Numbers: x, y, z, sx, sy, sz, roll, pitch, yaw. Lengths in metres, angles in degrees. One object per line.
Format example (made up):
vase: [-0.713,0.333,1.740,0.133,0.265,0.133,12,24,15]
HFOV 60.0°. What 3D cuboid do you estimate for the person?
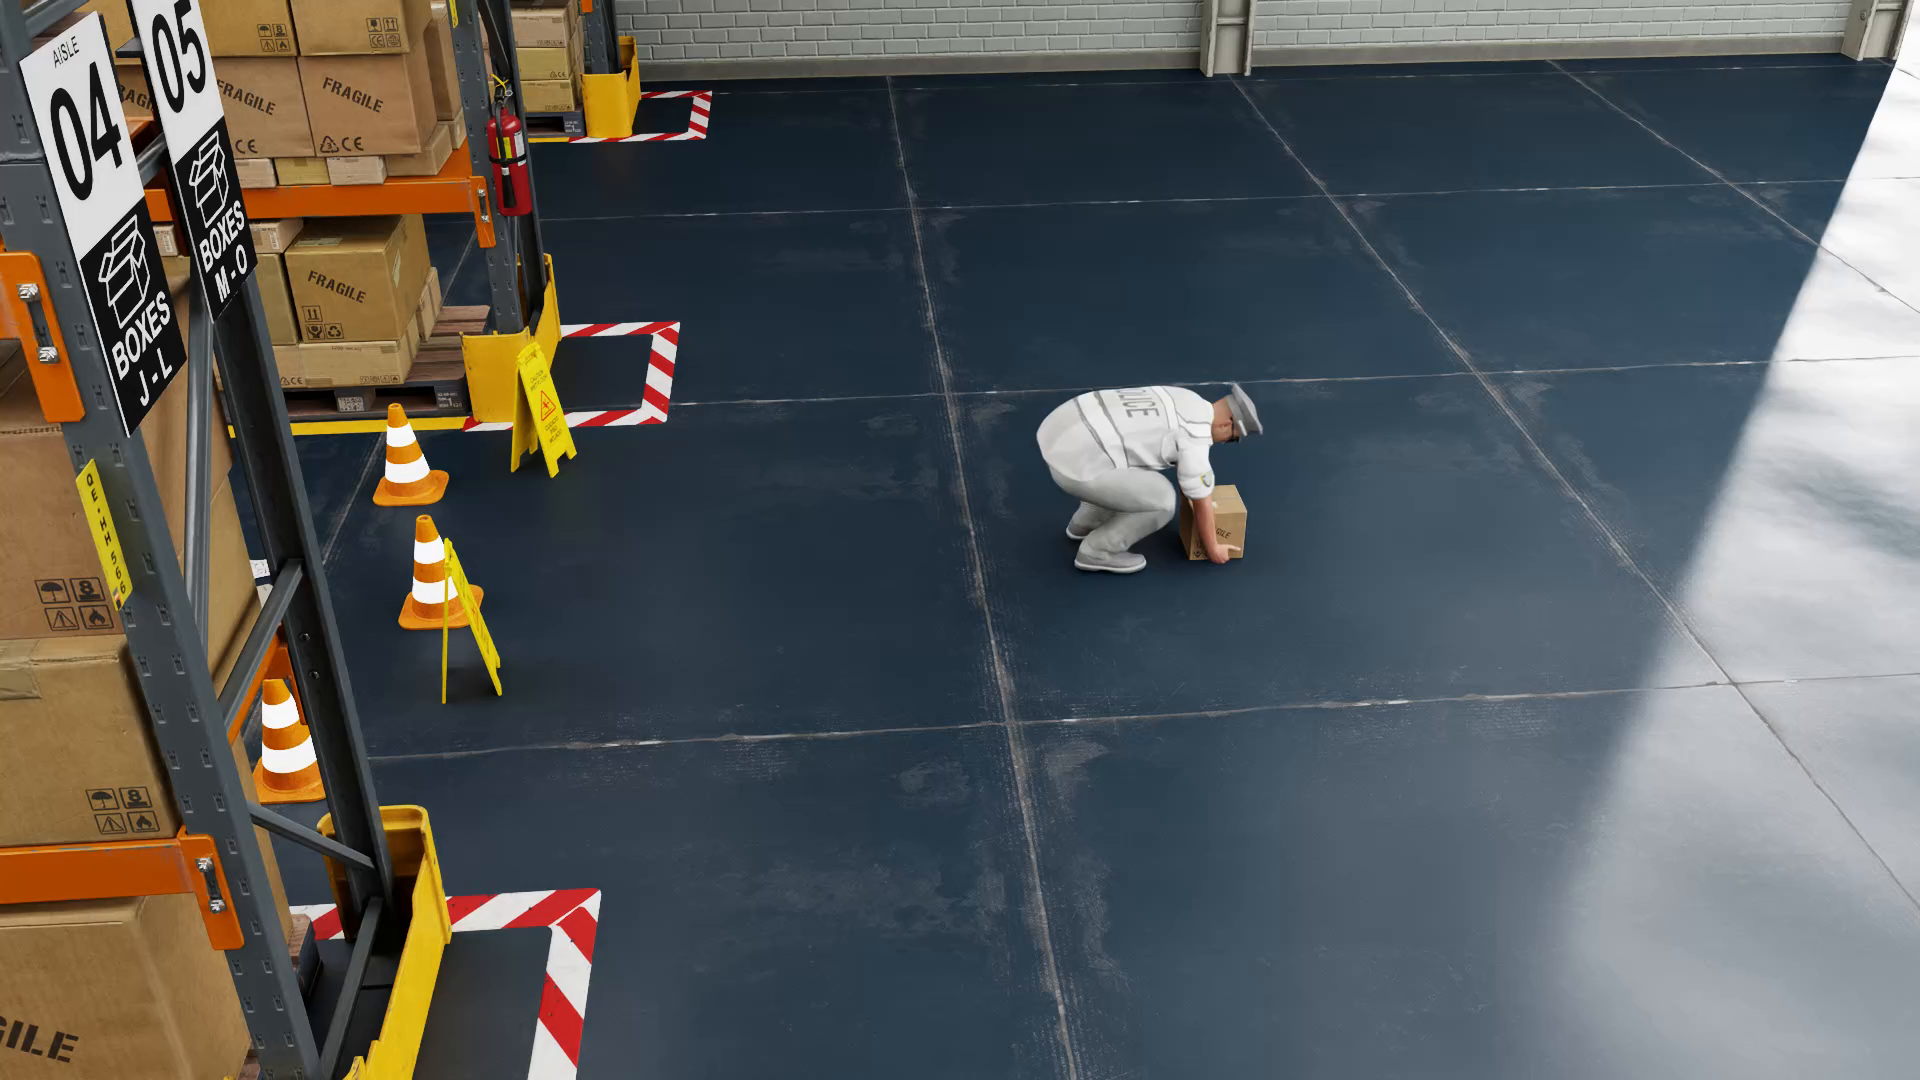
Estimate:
person: [0.862,-0.293,7.567,1.029,0.815,0.530,-4,31,-6]
